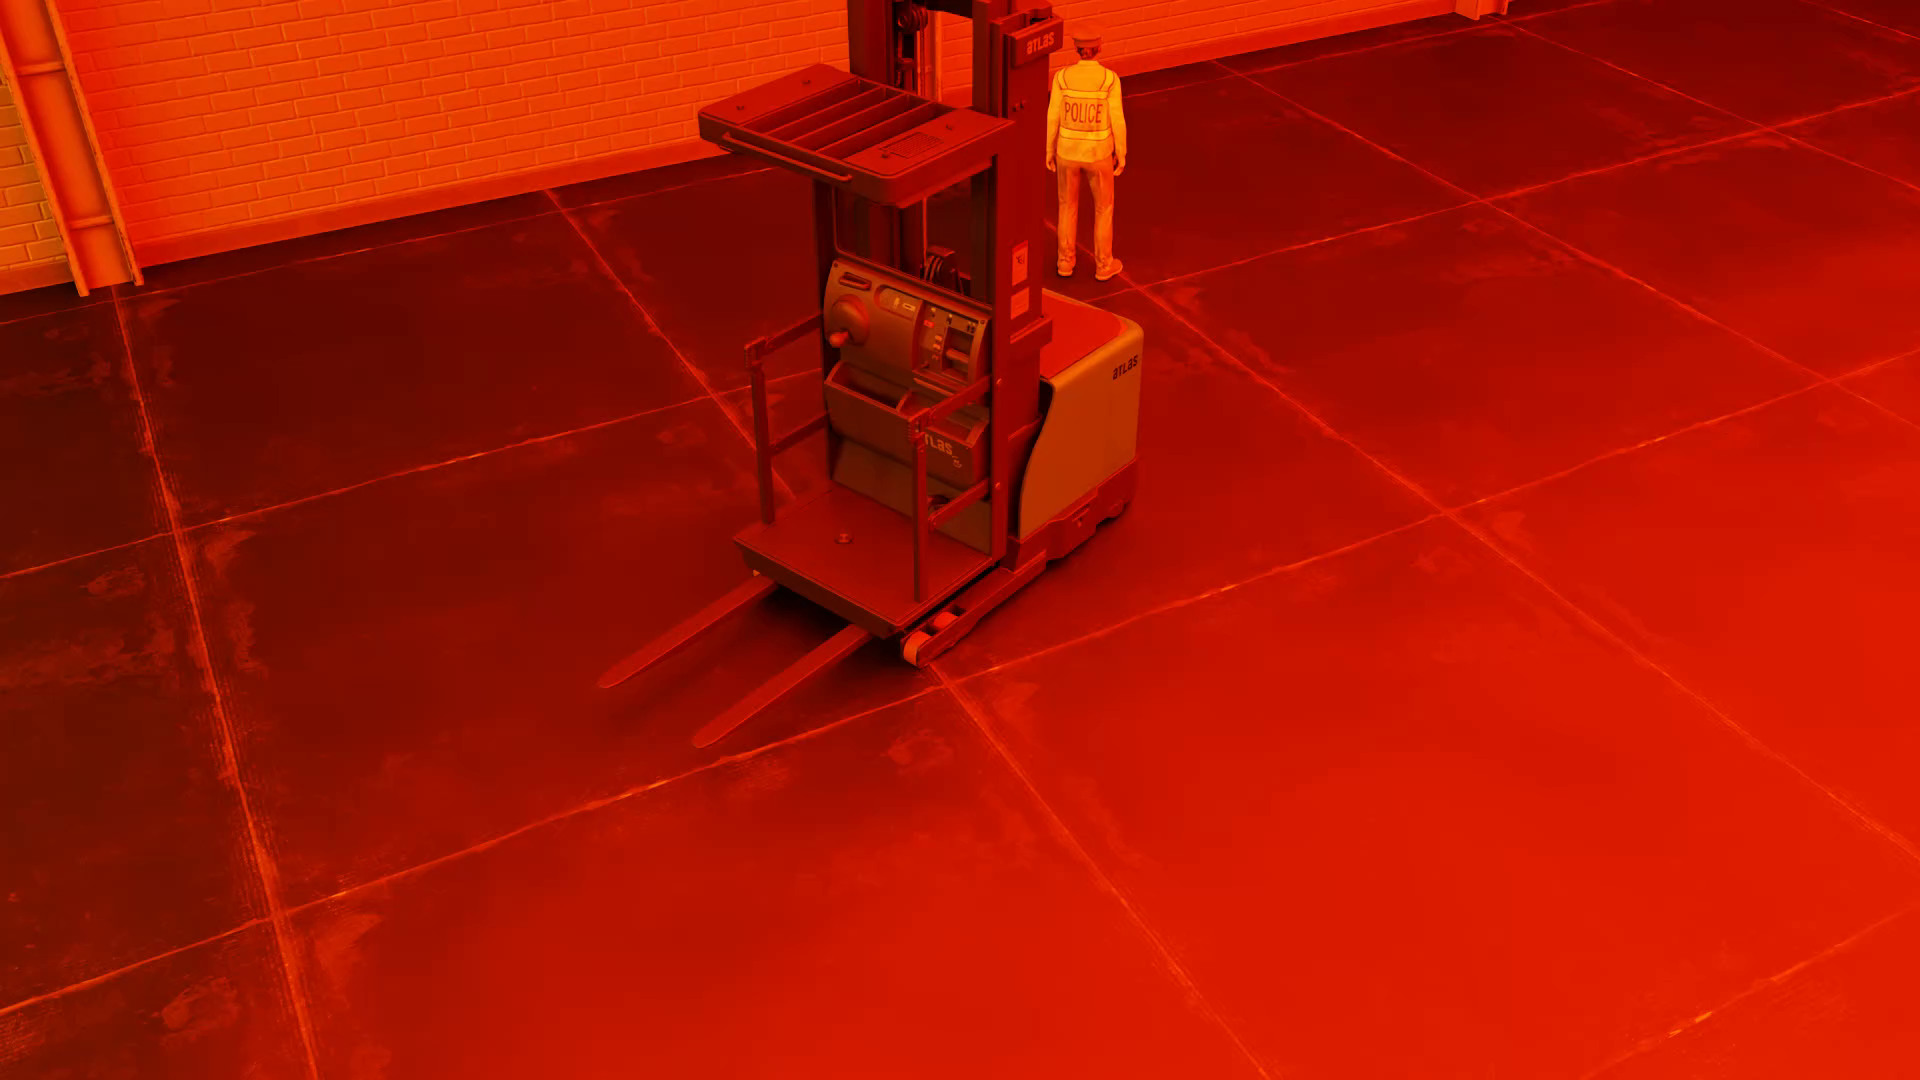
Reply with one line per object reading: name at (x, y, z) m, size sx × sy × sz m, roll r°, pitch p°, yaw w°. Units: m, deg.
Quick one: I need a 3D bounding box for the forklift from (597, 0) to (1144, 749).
forklift at (-0.390, -0.927, 7.434) m, size 1.130 × 2.935 × 3.031 m, roll 26°, pitch 43°, yaw 31°

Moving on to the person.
person at (0.808, -2.488, 10.740) m, size 0.547 × 1.666 × 0.371 m, roll 8°, pitch 36°, yaw 11°
